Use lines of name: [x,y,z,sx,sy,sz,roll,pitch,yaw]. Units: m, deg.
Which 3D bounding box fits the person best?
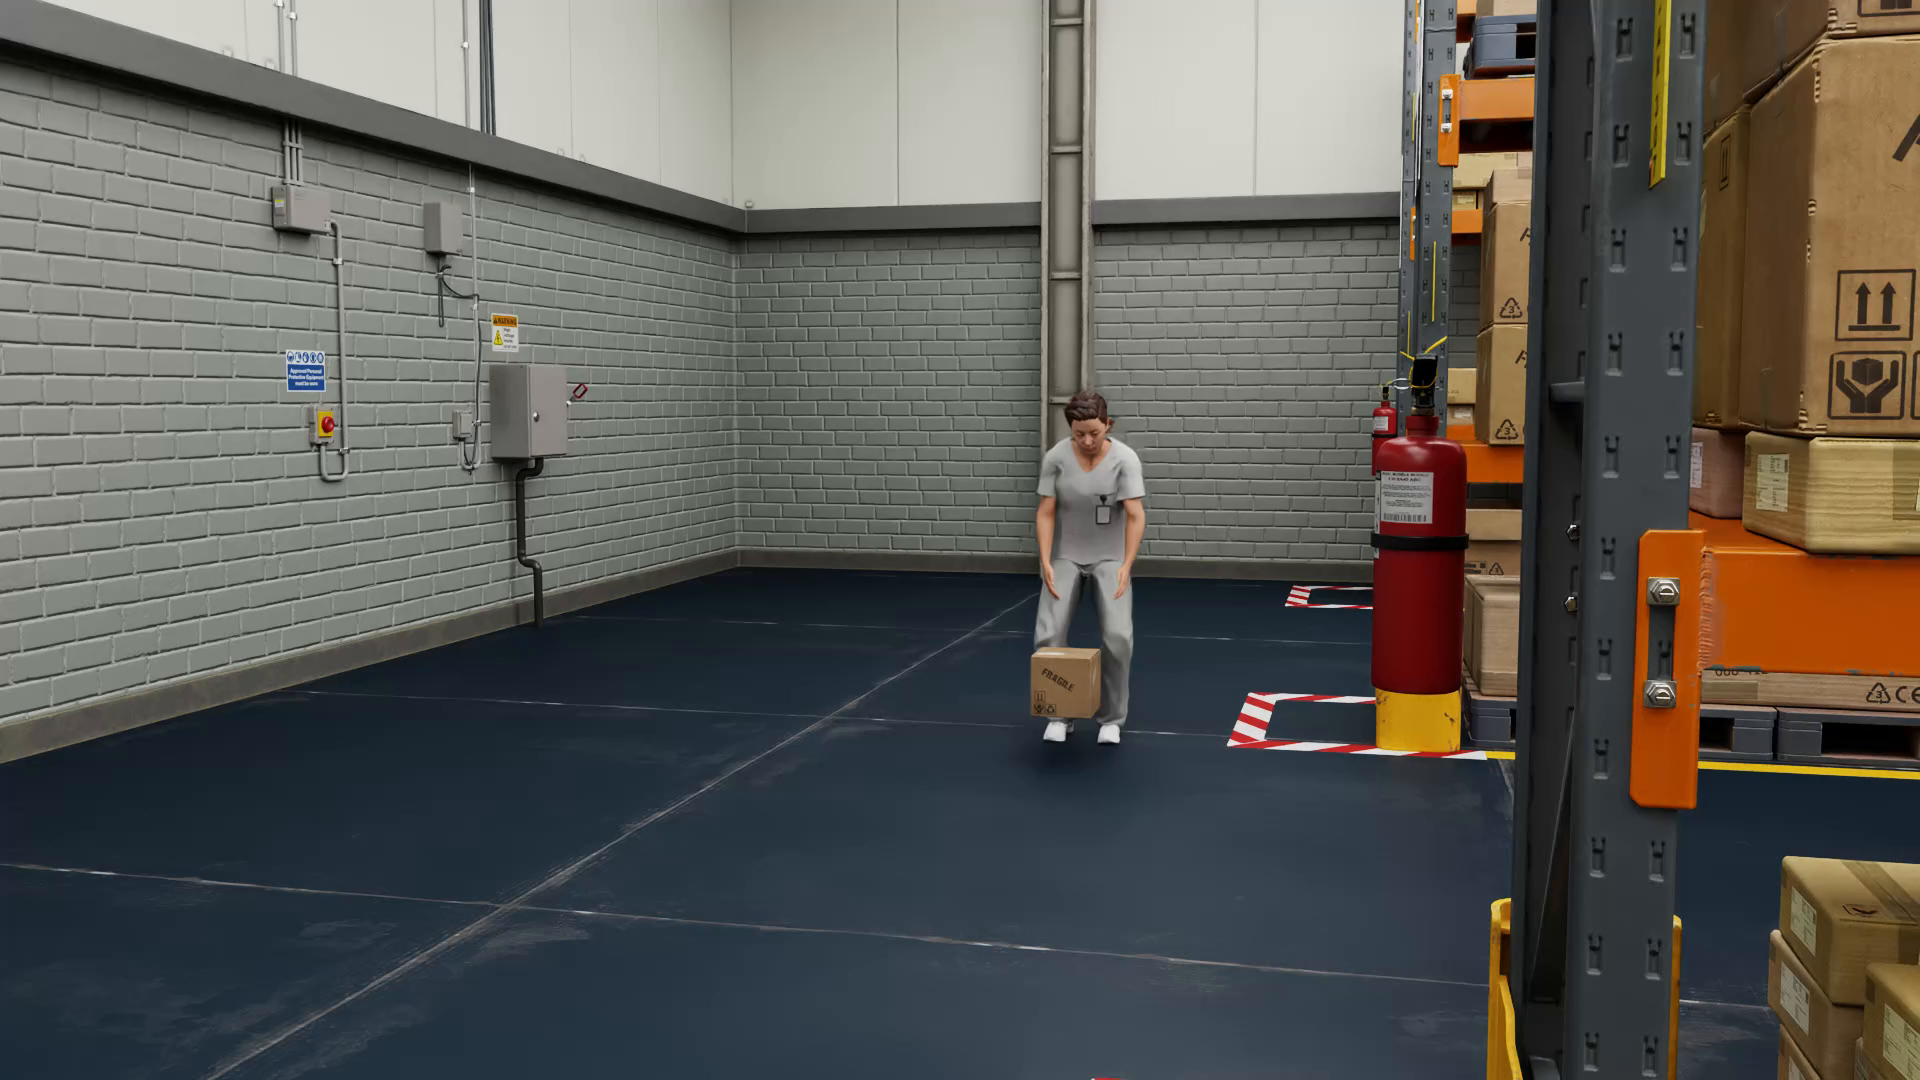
person: [0.573,0.117,7.248,0.480,1.536,0.510,1,5,14]
